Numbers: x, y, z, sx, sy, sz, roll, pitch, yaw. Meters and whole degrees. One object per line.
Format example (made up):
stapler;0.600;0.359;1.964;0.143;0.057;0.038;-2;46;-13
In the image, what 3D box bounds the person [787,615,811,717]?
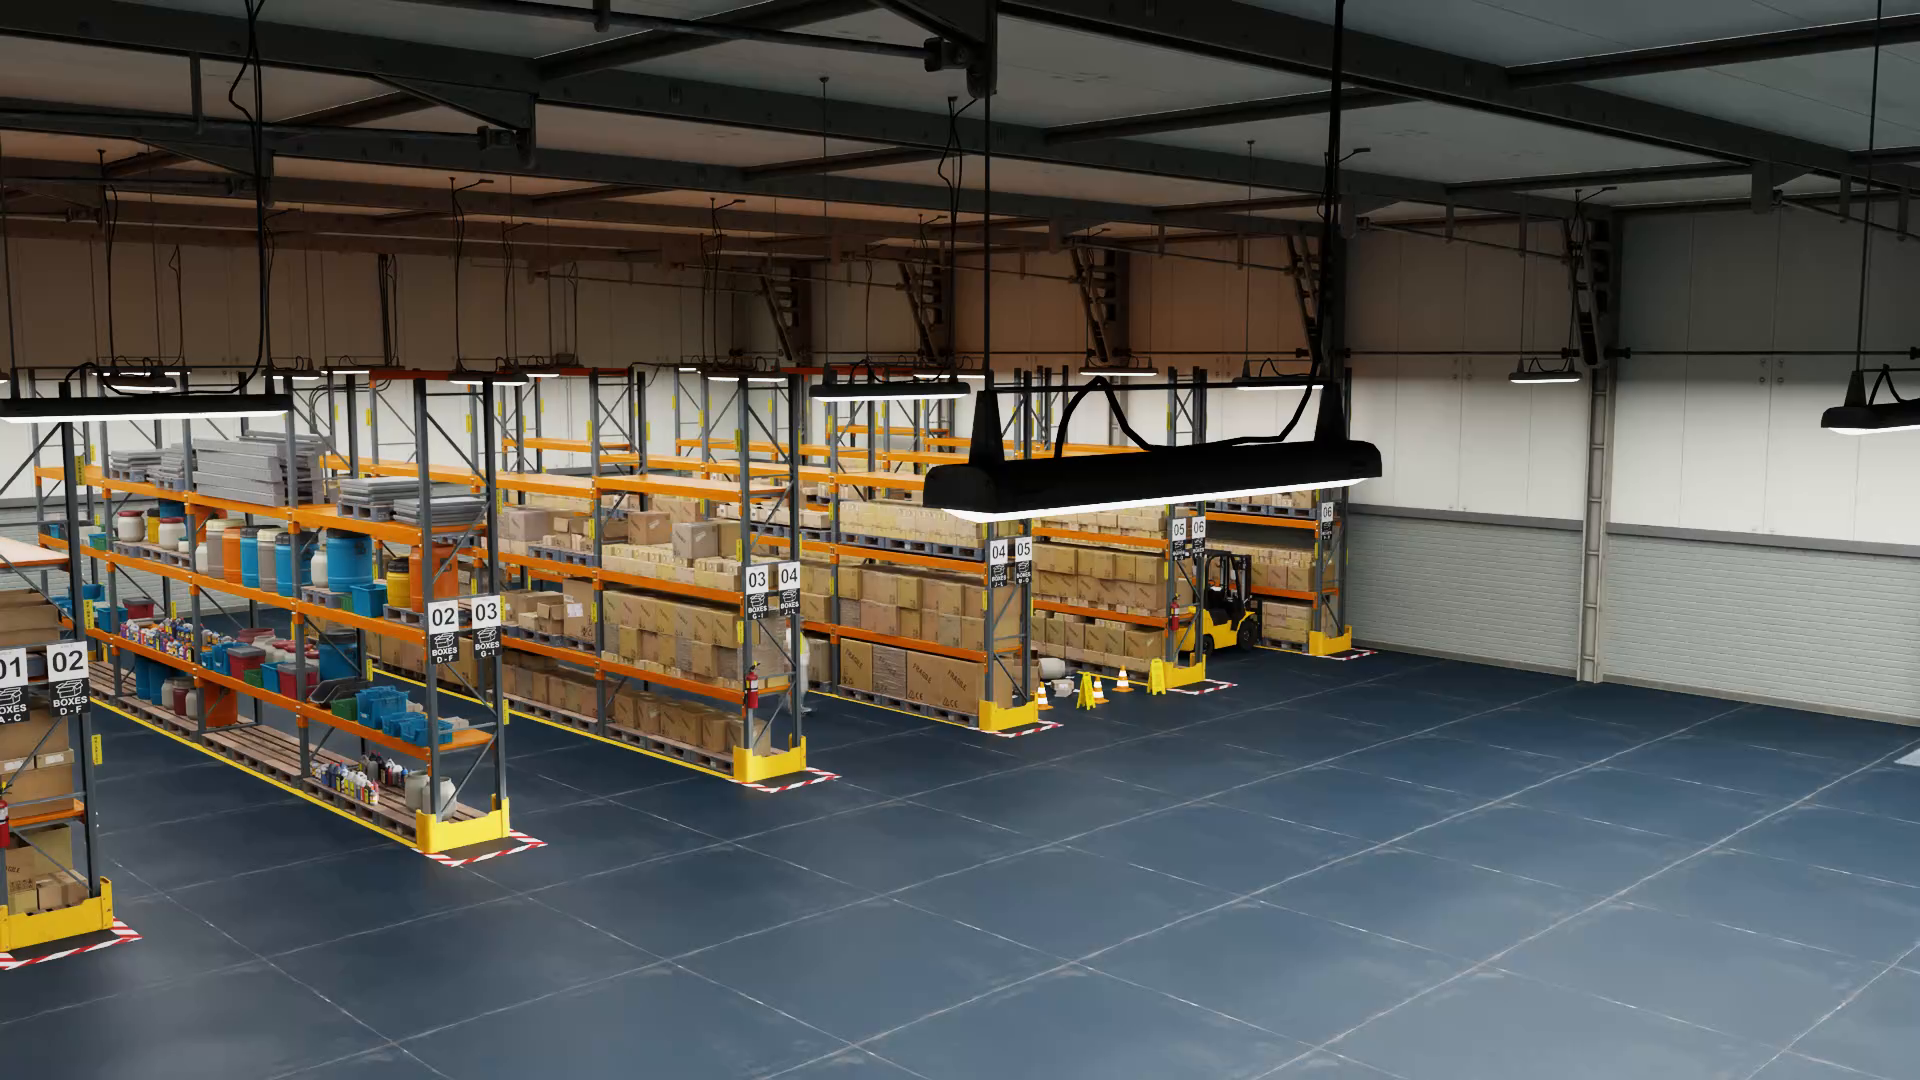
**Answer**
person;-2.829;2.202;29.167;0.421;1.803;0.601;-1;6;-5
